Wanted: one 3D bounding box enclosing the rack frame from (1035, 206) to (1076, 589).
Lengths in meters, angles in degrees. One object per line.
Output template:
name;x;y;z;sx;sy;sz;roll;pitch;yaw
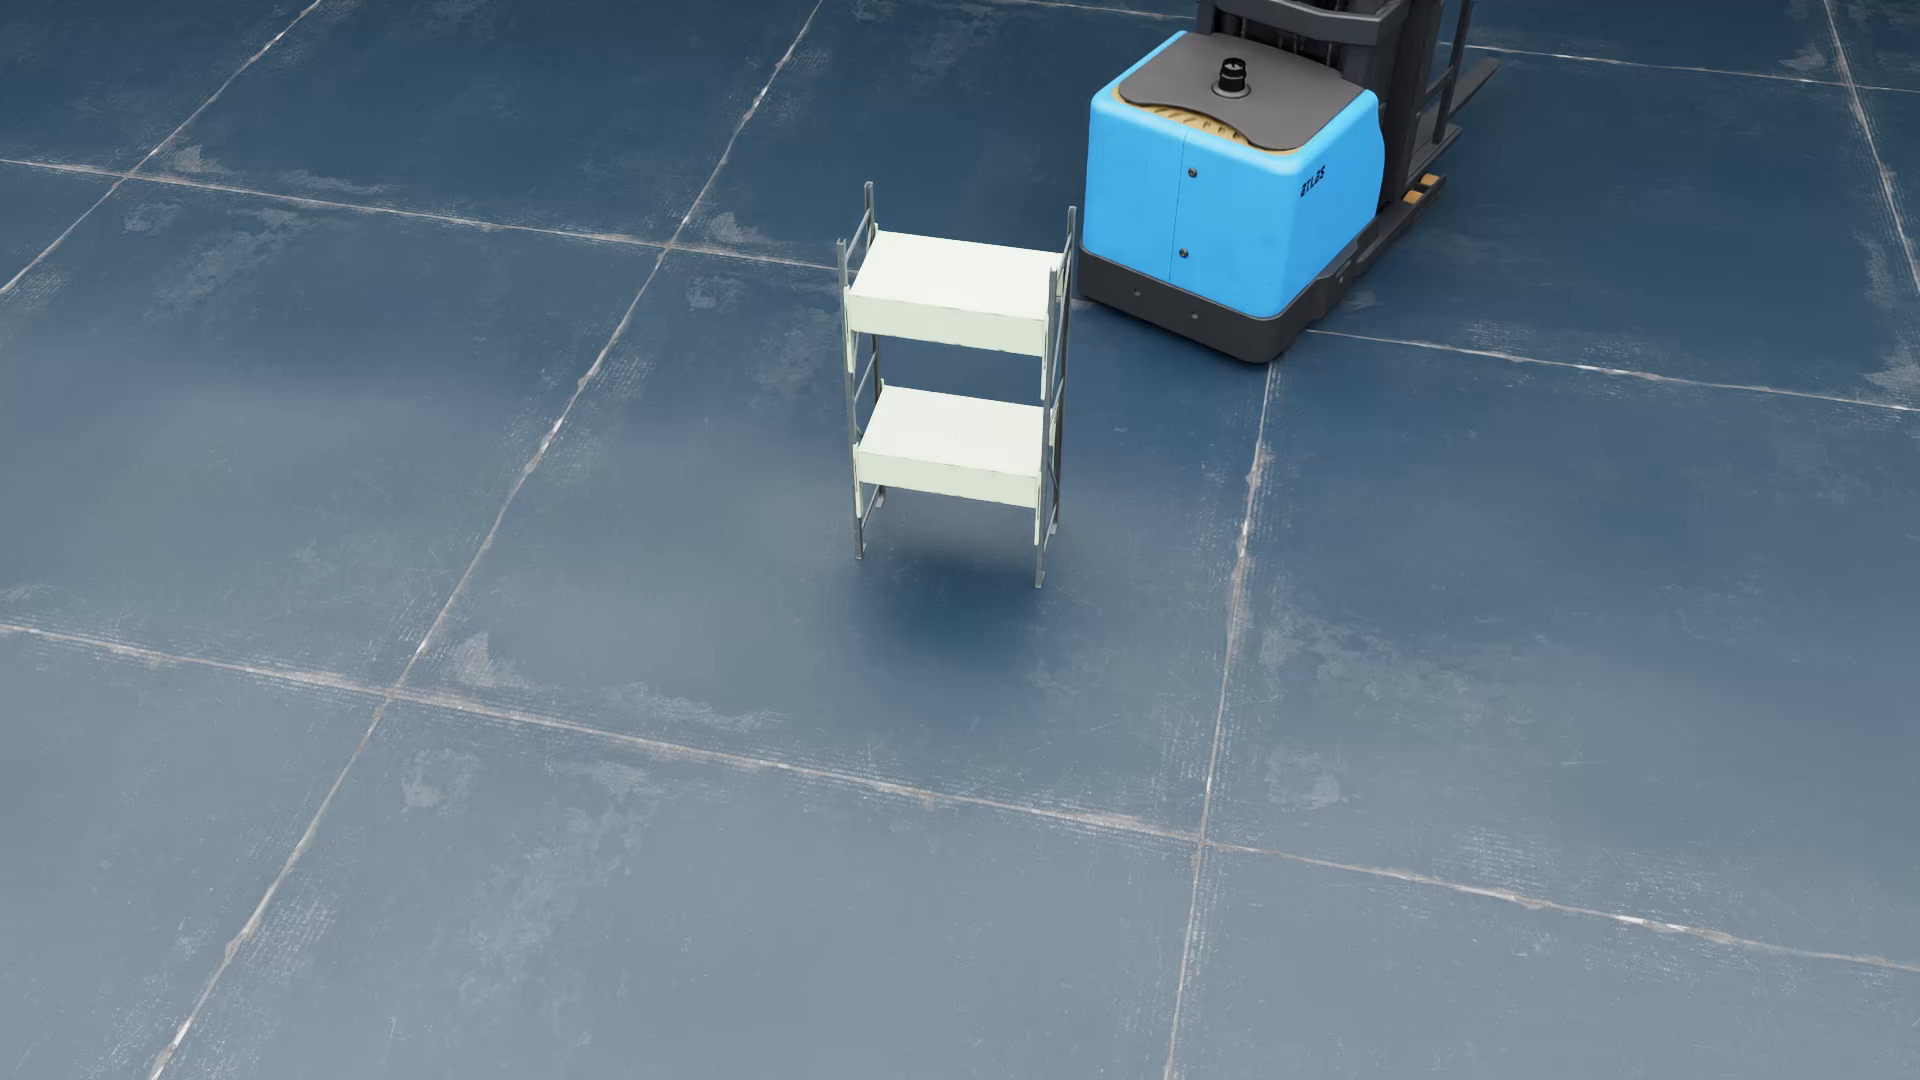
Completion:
rack frame;0.351;-0.486;6.173;0.023;1.500;0.400;9;45;9

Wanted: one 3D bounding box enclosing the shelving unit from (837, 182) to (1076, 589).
shelving unit;-0.007;-0.541;6.231;0.755;1.500;0.431;9;45;9

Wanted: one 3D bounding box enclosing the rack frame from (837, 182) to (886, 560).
rack frame;-0.364;-0.597;6.289;0.023;1.500;0.400;9;45;9

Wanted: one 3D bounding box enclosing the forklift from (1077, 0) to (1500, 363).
forklift;1.825;-2.834;7.581;1.130;2.935;3.031;27;50;25

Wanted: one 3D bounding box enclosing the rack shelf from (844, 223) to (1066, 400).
rack shelf;-0.007;-0.823;5.960;0.720;0.370;0.431;9;45;9

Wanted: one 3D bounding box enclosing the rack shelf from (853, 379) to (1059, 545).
rack shelf;-0.007;-0.306;6.457;0.720;0.370;0.431;9;45;9
